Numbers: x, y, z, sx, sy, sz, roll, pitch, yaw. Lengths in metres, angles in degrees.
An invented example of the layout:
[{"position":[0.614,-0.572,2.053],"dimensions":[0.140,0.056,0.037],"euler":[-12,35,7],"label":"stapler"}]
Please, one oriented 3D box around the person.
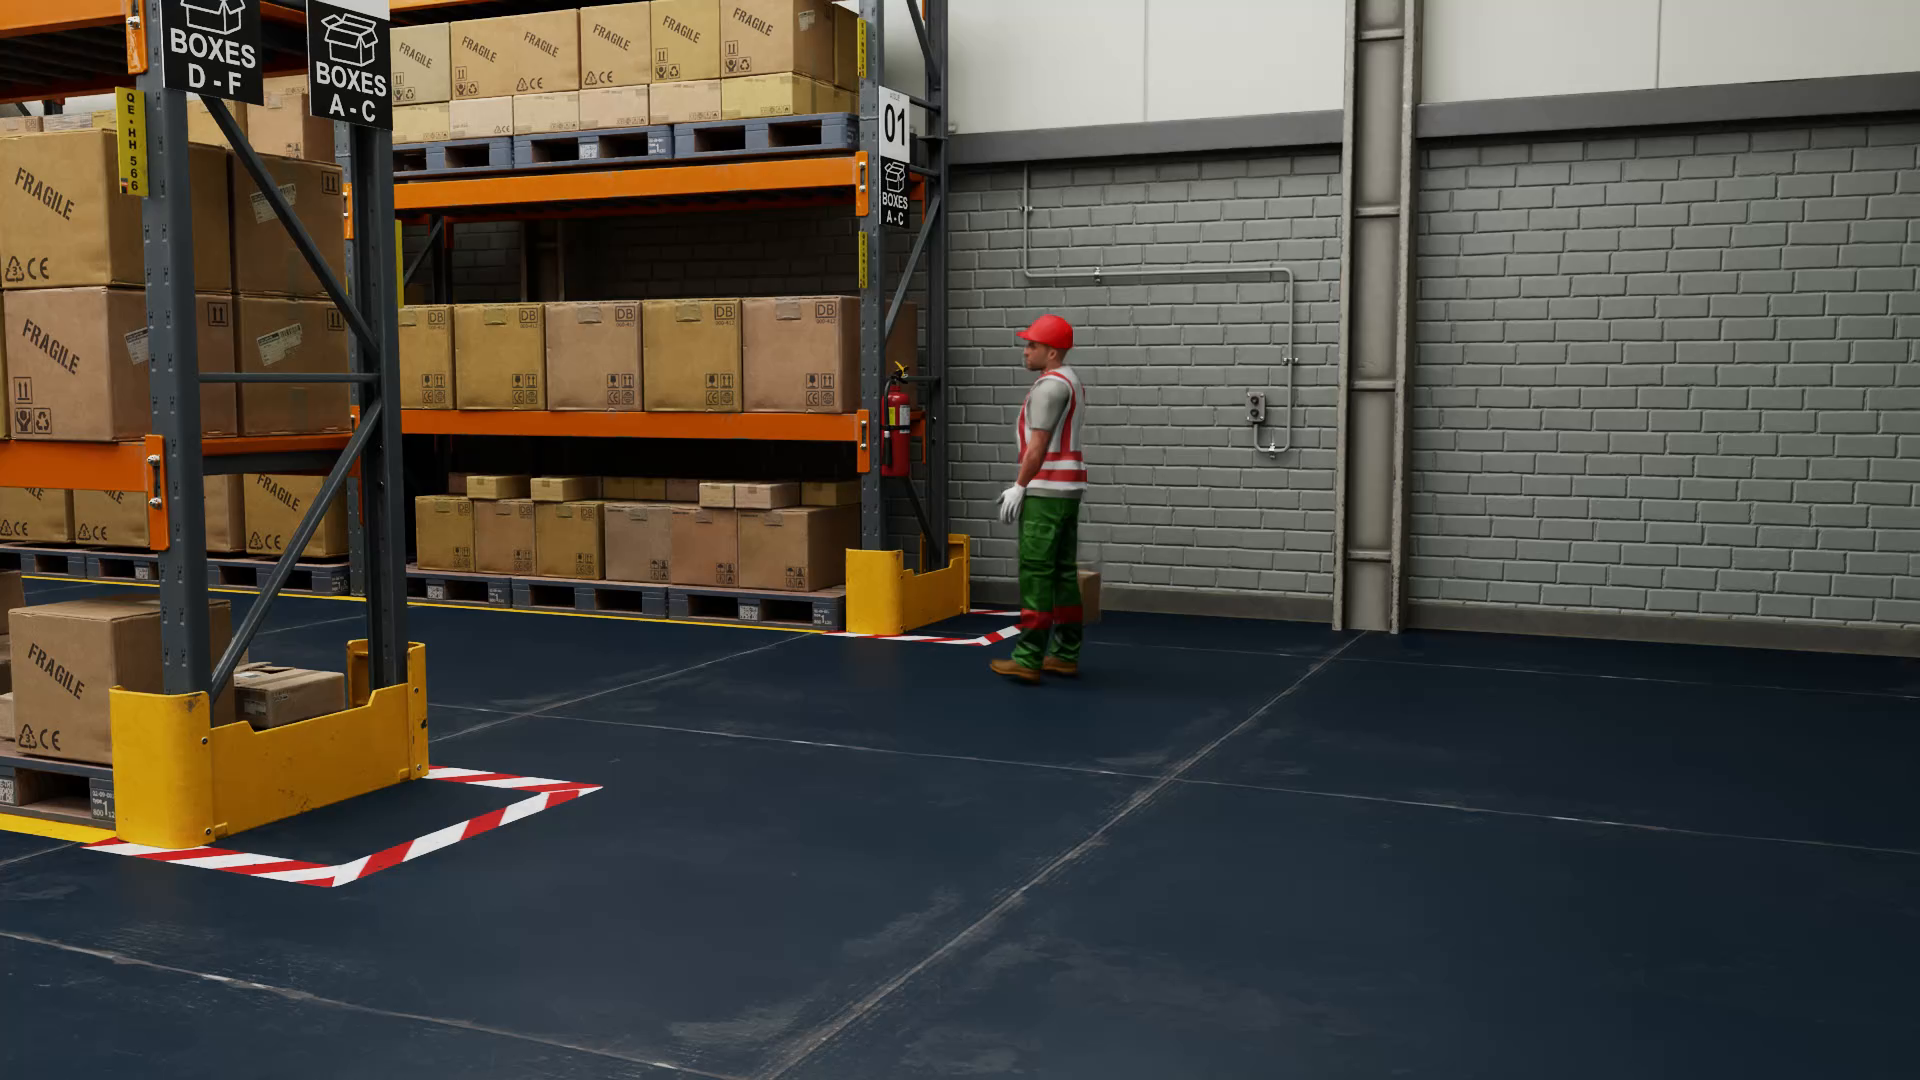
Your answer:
[{"position":[0.392,-0.210,8.250],"dimensions":[0.475,1.798,0.562],"euler":[2,6,18],"label":"person"}]
